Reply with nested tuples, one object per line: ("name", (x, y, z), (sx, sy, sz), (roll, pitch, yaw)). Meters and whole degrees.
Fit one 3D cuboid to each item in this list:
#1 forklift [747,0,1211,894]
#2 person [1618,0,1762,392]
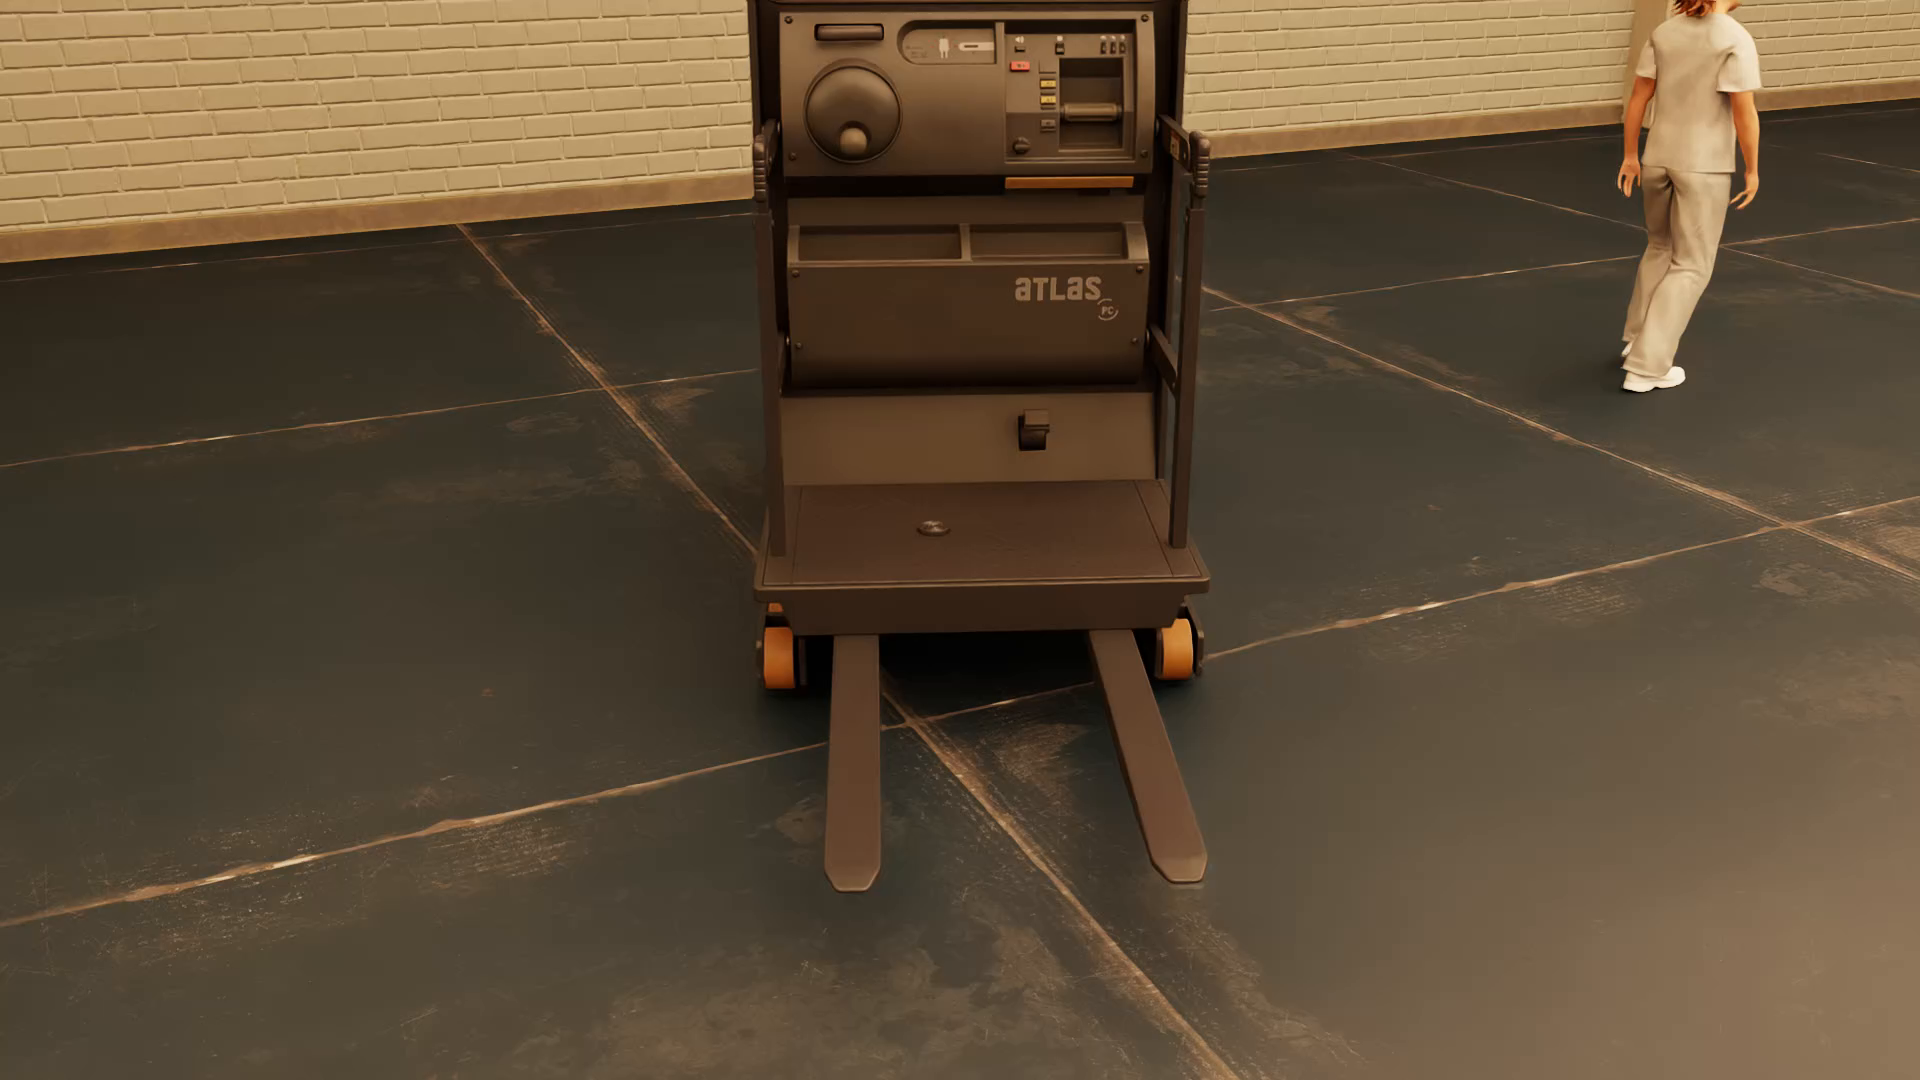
("forklift", (0.033, -1.101, 3.935), (1.130, 2.935, 3.031), (-1, 23, -3))
("person", (2.804, -1.395, 6.381), (0.554, 1.704, 0.550), (-12, 25, -27))
